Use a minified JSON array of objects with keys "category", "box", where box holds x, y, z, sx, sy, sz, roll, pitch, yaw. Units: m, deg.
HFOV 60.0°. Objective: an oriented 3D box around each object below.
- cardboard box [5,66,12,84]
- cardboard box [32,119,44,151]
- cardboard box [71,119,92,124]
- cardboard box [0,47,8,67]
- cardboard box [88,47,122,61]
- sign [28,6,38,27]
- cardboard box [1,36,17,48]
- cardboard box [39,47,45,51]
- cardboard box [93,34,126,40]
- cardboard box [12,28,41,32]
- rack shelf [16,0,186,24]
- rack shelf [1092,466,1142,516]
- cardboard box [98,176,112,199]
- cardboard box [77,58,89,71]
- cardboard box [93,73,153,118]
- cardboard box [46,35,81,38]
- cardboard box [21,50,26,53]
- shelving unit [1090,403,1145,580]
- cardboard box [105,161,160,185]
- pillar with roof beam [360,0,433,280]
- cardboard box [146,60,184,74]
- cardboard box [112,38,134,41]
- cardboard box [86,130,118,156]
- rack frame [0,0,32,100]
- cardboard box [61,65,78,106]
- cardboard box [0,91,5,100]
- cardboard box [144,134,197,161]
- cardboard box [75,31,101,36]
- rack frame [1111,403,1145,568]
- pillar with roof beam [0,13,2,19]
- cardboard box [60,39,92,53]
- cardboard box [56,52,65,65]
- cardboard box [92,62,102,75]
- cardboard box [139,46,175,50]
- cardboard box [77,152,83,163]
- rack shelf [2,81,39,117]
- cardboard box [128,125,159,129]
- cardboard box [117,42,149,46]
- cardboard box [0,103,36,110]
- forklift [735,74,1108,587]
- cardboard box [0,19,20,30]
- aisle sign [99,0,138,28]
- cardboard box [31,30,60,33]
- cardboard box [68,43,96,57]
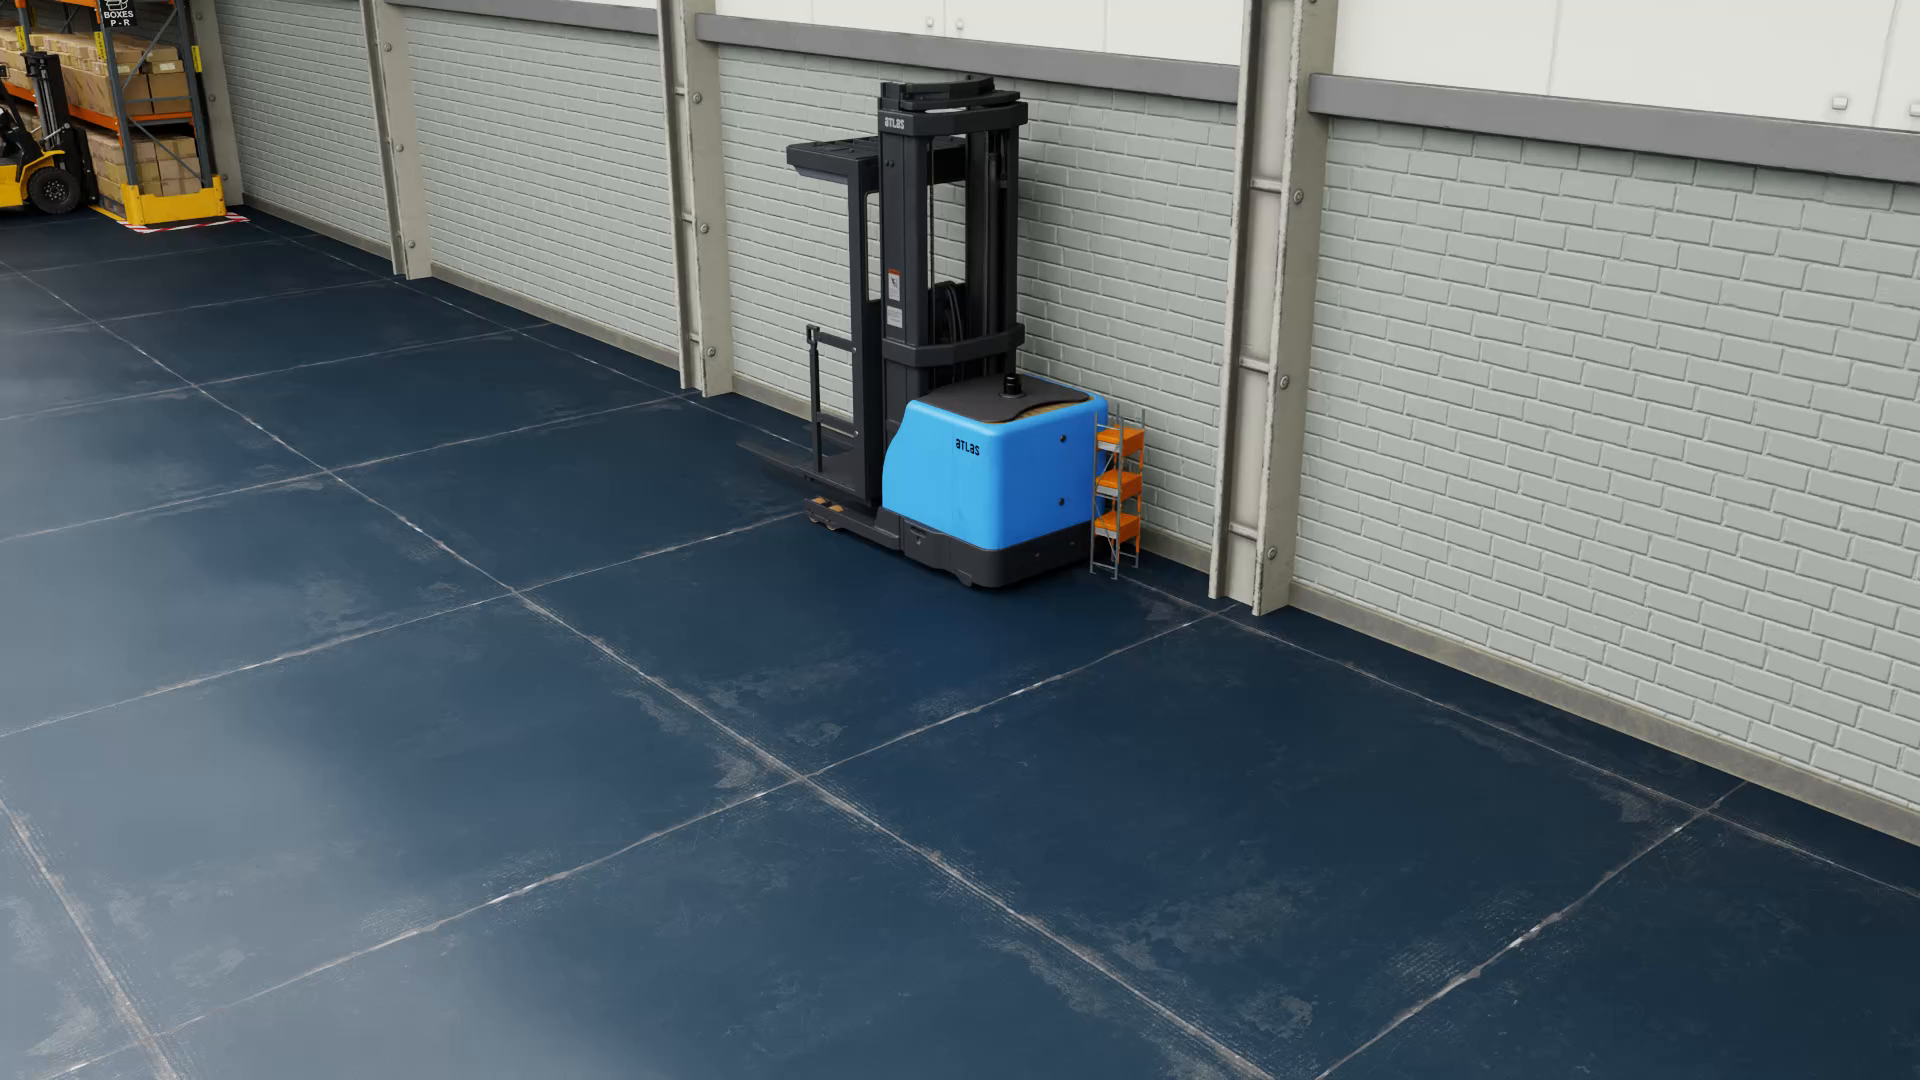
[{"category":"cardboard box","box":[-13.997,-6.997,24.940,0.500,0.250,0.500,-17,27,-37]},{"category":"cardboard box","box":[-13.186,-5.939,24.714,0.875,0.625,0.625,-16,26,-35]},{"category":"cardboard box","box":[-12.432,-5.736,23.340,0.500,0.250,0.500,-17,27,-37]},{"category":"cardboard box","box":[-14.021,-7.228,24.846,0.500,0.250,0.500,-17,27,-36]},{"category":"cardboard box","box":[-10.995,-6.265,21.432,0.380,0.149,0.250,-17,27,-36]},{"category":"sign","box":[-15.029,-8.485,26.946,0.100,0.325,0.005,-17,27,-37]},{"category":"cardboard box","box":[-14.084,-7.444,24.849,0.380,0.149,0.250,-17,27,-37]},{"category":"cardboard box","box":[-12.658,-6.834,23.293,0.380,0.149,0.250,-17,27,-36]},{"category":"cardboard box","box":[-11.873,-6.975,23.245,0.380,0.149,0.250,-18,28,-38]},{"category":"cardboard box","box":[-14.704,-7.988,26.238,0.380,0.149,0.250,-17,27,-37]},{"category":"rack shelf","box":[-11.531,-7.217,22.170,1.077,0.370,4.000,-17,27,-37]},{"category":"rack shelf","box":[0.974,-0.288,10.308,0.215,0.259,0.240,16,26,35]},{"category":"cardboard box","box":[-11.089,-4.712,22.095,0.500,0.250,0.500,-17,27,-37]},{"category":"cardboard box","box":[-11.340,-6.264,21.836,0.380,0.149,0.250,-19,28,-39]},{"category":"cardboard box","box":[-10.746,-5.722,21.344,0.500,0.500,0.500,-18,28,-39]},{"category":"cardboard box","box":[-12.441,-6.917,23.096,0.380,0.149,0.250,-18,28,-38]},{"category":"cardboard box","box":[-13.410,-7.165,24.137,0.380,0.149,0.250,-18,28,-38]},{"category":"shelving unit","box":[0.974,-0.297,10.304,0.215,1.050,0.252,16,26,35]},{"category":"cardboard box","box":[-10.780,-4.810,21.662,0.500,0.250,0.500,-18,28,-38]},{"category":"pillar with roof beam","box":[-9.342,-6.120,14.271,9.100,9.000,0.400,-17,27,-37]},{"category":"cardboard box","box":[-10.250,-6.106,21.435,0.380,0.149,0.250,-18,28,-39]},{"category":"cardboard box","box":[-11.446,-6.739,22.643,0.380,0.149,0.250,-16,27,-36]},{"category":"cardboard box","box":[-11.437,-5.313,22.259,0.500,0.250,0.500,-17,27,-37]},{"category":"rack frame","box":[-15.448,-7.813,26.818,1.000,3.000,0.127,-17,27,-37]},{"category":"cardboard box","box":[-11.749,-6.146,22.425,0.500,0.500,0.500,-17,27,-37]},{"category":"cardboard box","box":[-15.928,-7.494,27.967,0.380,0.149,0.250,-17,27,-37]},{"category":"cardboard box","box":[-10.396,-5.161,21.871,0.500,0.250,0.500,-18,28,-38]},{"category":"cardboard box","box":[-12.399,-7.178,23.764,0.380,0.149,0.250,-17,27,-37]},{"category":"rack frame","box":[1.048,-0.333,10.394,0.200,1.050,0.008,16,26,35]},{"category":"pillar with roof beam","box":[-21.092,-11.093,26.968,9.100,9.000,0.400,-17,27,-37]},{"category":"cardboard box","box":[-11.952,-6.699,22.540,0.380,0.149,0.250,-18,27,-38]},{"category":"cardboard box","box":[-12.014,-6.545,22.554,0.380,0.149,0.250,-19,28,-39]},{"category":"cardboard box","box":[-10.853,-6.044,21.275,0.380,0.149,0.250,-17,27,-37]},{"category":"cardboard box","box":[-10.409,-6.321,21.576,0.380,0.149,0.250,-16,27,-36]},{"category":"cardboard box","box":[-11.776,-5.228,22.728,0.500,0.250,0.500,-18,27,-38]},{"category":"rack shelf","box":[-14.142,-6.925,25.538,1.077,0.370,4.000,-17,27,-37]},{"category":"cardboard box","box":[-11.372,-5.582,22.946,0.500,0.250,0.500,-18,28,-38]},{"category":"cardboard box","box":[-10.953,-6.522,22.088,0.380,0.149,0.250,-16,27,-36]},{"category":"cardboard box","box":[-14.618,-6.548,26.270,0.875,0.625,0.625,-16,27,-36]},{"category":"forklift","box":[-0.408,-1.536,10.888,1.130,2.935,3.031,-18,27,-38]},{"category":"cardboard box","box":[-15.665,-8.234,27.181,0.500,0.500,0.500,-16,26,-35]},{"category":"aisle sign","box":[-10.405,-6.725,20.476,0.394,0.787,0.004,-17,27,-37]},{"category":"cardboard box","box":[-14.153,-7.797,25.751,0.380,0.149,0.250,-18,28,-38]},{"category":"cardboard box","box":[-11.528,-6.467,21.948,0.380,0.149,0.250,-17,27,-36]}]
